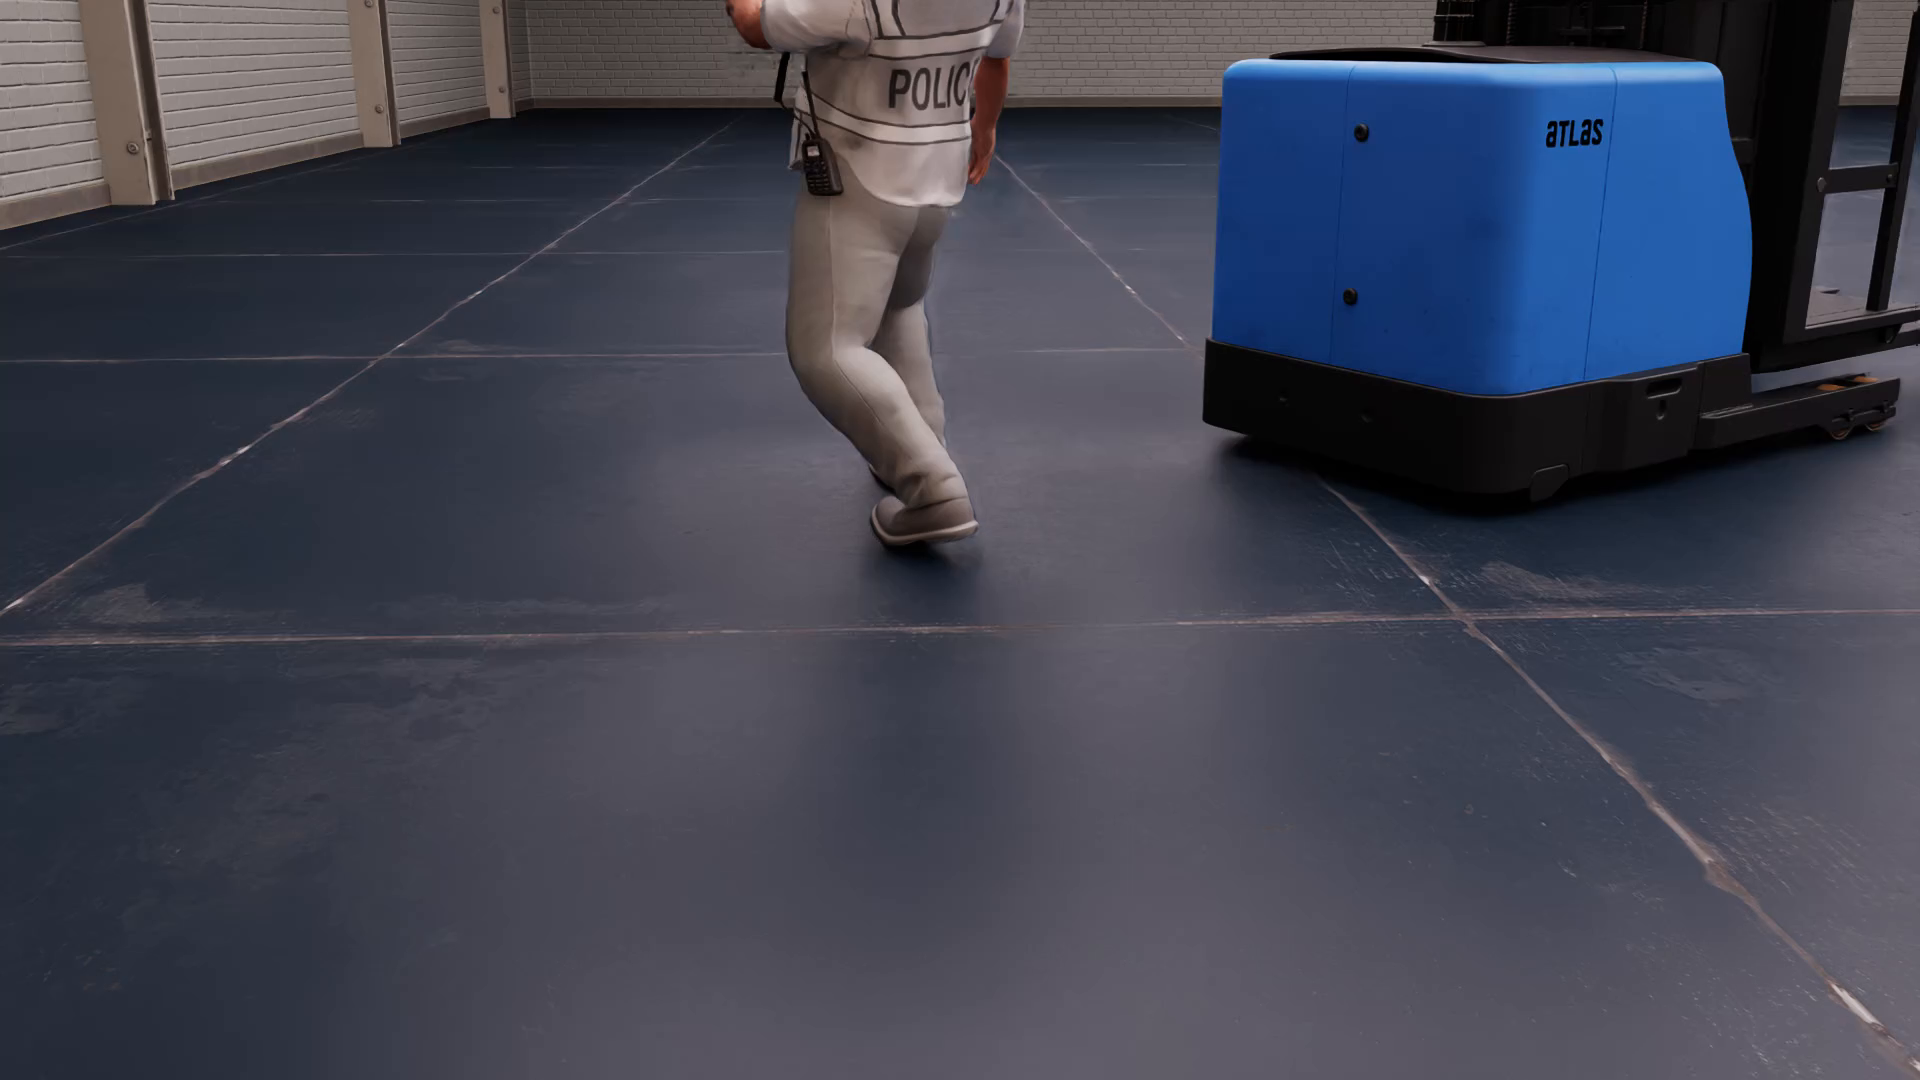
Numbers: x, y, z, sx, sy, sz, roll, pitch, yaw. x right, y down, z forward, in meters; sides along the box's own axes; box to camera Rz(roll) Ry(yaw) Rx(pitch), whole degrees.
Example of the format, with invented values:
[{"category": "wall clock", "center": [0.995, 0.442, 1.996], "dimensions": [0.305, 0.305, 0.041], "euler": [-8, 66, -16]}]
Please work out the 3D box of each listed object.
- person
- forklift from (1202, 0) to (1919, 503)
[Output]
[{"category": "person", "center": [-0.179, -0.873, 3.996], "dimensions": [0.851, 1.598, 0.854], "euler": [9, 19, 28]}, {"category": "forklift", "center": [2.202, -1.809, 4.820], "dimensions": [3.031, 2.935, 1.130], "euler": [-11, 20, -33]}]
